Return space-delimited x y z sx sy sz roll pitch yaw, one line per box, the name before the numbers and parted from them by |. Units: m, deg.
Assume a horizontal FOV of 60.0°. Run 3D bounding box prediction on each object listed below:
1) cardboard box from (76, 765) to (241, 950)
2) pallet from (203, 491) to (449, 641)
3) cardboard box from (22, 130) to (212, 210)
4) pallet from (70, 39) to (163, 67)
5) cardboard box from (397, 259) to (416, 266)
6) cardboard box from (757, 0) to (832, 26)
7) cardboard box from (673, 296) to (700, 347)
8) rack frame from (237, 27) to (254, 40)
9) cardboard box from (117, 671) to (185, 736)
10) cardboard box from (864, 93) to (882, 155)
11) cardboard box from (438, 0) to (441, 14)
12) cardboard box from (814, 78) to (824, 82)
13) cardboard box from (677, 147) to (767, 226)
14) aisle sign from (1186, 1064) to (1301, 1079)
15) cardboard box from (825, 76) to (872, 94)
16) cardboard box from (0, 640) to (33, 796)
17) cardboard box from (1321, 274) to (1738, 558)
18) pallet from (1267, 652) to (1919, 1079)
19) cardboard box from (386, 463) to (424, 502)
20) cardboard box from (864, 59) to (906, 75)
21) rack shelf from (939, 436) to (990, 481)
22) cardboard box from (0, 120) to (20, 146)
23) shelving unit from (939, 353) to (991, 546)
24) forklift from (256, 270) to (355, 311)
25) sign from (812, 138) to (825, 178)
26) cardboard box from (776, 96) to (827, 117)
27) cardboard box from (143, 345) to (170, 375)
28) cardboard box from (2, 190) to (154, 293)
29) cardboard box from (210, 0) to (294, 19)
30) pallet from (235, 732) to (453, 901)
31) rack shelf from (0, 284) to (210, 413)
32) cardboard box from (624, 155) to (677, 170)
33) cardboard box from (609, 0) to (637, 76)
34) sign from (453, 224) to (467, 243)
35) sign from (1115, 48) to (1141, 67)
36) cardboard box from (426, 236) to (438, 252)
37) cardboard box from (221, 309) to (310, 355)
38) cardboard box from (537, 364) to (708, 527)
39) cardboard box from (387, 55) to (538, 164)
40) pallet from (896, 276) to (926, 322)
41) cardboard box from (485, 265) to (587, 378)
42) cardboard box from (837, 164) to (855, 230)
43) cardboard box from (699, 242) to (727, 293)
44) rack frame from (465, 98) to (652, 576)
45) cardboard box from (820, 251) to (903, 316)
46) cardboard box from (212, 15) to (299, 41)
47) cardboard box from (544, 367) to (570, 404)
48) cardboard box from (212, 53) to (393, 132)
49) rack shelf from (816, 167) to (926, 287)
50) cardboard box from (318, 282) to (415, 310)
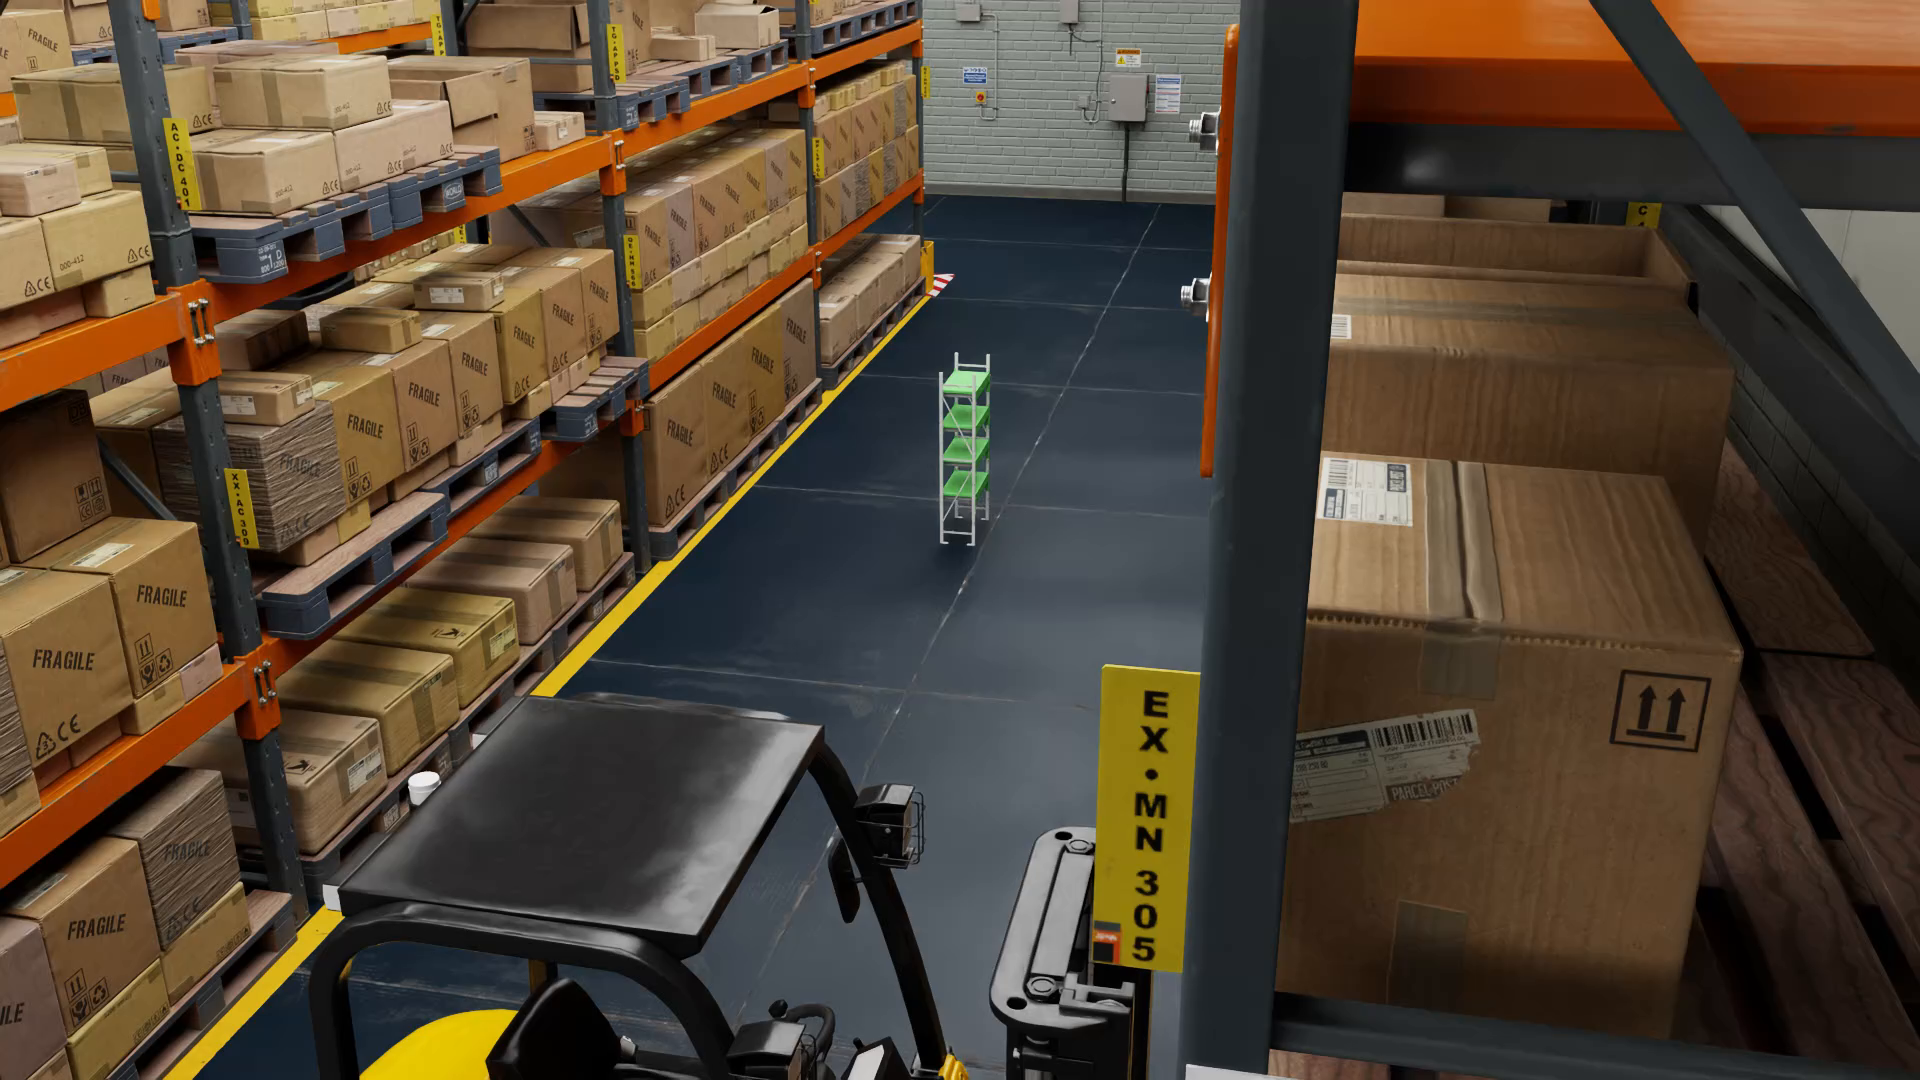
cardboard box | -3.194 1.211 6.447 0.500 0.500 0.500 4 22 10
pallet | -3.038 0.062 7.442 1.003 0.211 1.213 4 22 11
cardboard box | -3.359 -1.500 6.687 0.500 0.250 0.500 4 22 10
pallet | -7.009 -3.732 12.841 1.213 0.211 1.003 4 22 11
cardboard box | -5.850 -2.811 17.173 0.380 0.149 0.250 6 23 14
cardboard box | -1.378 -4.563 13.822 0.500 0.500 0.500 5 22 12
cardboard box | -2.086 -1.501 11.266 0.500 0.250 0.500 4 22 9
rack frame | -6.570 -3.025 14.849 1.000 3.000 0.127 4 22 11
cardboard box | -3.147 0.590 6.209 0.380 0.149 0.250 5 22 12
cardboard box | -1.039 -3.905 15.563 0.500 0.500 0.500 4 22 11
cardboard box | -5.588 -5.623 17.486 0.500 0.250 0.500 4 22 10
cardboard box | -1.510 -4.377 15.865 0.380 0.149 0.250 5 22 11
cardboard box | -1.770 -2.639 12.418 0.500 0.500 0.500 5 23 13
aisle sign | 0.407 0.877 1.681 0.394 0.787 0.004 4 22 11
cardboard box | -1.043 -4.247 15.542 0.380 0.149 0.250 5 23 13
cardboard box | -3.383 0.617 5.274 0.500 0.500 0.500 5 22 12
cardboard box | 0.866 -0.145 2.854 0.700 0.500 0.500 5 22 11
pallet | 0.877 0.474 2.264 1.003 0.211 1.213 4 22 11
cardboard box | -2.778 -0.306 7.873 0.380 0.149 0.250 5 22 12
cardboard box | -0.765 -4.812 16.946 0.380 0.149 0.250 5 22 12
rack shelf | 0.034 -0.558 11.304 0.258 0.148 0.480 4 22 11
cardboard box | -10.636 -4.402 18.072 0.500 0.250 0.500 4 22 9
shelving unit | 0.034 -0.617 11.280 0.258 1.200 0.503 4 22 11
forklift | -5.407 -1.968 12.316 3.031 2.935 1.130 1 22 4
sign | -1.170 -3.147 13.709 0.100 0.325 0.005 4 22 11
cardboard box | -1.349 -3.686 14.151 0.380 0.149 0.250 5 22 12
cardboard box | -6.689 -1.396 13.587 0.500 0.500 0.500 4 22 10
cardboard box | -3.163 -1.036 5.698 0.500 0.250 0.500 4 22 10
cardboard box | -6.237 -4.736 14.615 0.500 0.250 0.500 5 23 13
pallet | -3.179 1.250 7.968 1.003 0.211 1.213 4 22 11
rack shelf | -3.744 -0.085 4.497 1.077 0.370 4.000 4 22 11
cardboard box | -2.356 -2.495 12.061 0.500 0.500 0.500 4 22 10
cardboard box | -2.504 -3.231 10.649 0.700 0.500 0.500 3 22 8
sign | -3.064 -1.800 10.258 0.100 0.325 0.005 4 22 11
sign | 2.255 -6.461 22.276 0.339 0.242 0.001 4 22 11
cardboard box | -5.765 -3.142 17.596 0.380 0.149 0.250 4 22 9
cardboard box | -3.302 -0.980 7.809 0.380 0.149 0.250 4 22 9
cardboard box | -2.298 -0.677 11.302 0.875 0.875 0.875 4 22 10
cardboard box | -2.723 -2.314 8.934 0.700 0.500 0.500 4 22 11
pallet | -0.974 -2.556 17.417 1.003 0.211 1.213 4 22 11
cardboard box | -2.435 -1.224 9.282 0.500 0.500 0.500 4 22 10
cardboard box | -1.245 -3.066 14.818 0.500 0.500 0.500 5 22 11
cardboard box | -1.954 -1.921 11.639 0.500 0.250 0.500 4 22 11
rack frame | -2.520 -1.222 10.372 1.000 3.000 0.127 4 22 11
cardboard box | -1.103 -2.569 16.586 0.875 0.438 0.875 5 22 12
cardboard box | -6.217 -4.496 14.687 0.500 0.250 0.500 6 23 14
cardboard box | -2.407 -0.872 9.277 0.380 0.149 0.250 3 22 8
cardboard box | -2.733 -1.874 6.945 0.500 0.250 0.500 4 22 10
rack shelf | -1.296 -3.082 15.955 1.077 0.370 4.000 4 22 11
cardboard box | -3.040 -1.068 8.896 0.500 0.500 0.500 5 22 12
